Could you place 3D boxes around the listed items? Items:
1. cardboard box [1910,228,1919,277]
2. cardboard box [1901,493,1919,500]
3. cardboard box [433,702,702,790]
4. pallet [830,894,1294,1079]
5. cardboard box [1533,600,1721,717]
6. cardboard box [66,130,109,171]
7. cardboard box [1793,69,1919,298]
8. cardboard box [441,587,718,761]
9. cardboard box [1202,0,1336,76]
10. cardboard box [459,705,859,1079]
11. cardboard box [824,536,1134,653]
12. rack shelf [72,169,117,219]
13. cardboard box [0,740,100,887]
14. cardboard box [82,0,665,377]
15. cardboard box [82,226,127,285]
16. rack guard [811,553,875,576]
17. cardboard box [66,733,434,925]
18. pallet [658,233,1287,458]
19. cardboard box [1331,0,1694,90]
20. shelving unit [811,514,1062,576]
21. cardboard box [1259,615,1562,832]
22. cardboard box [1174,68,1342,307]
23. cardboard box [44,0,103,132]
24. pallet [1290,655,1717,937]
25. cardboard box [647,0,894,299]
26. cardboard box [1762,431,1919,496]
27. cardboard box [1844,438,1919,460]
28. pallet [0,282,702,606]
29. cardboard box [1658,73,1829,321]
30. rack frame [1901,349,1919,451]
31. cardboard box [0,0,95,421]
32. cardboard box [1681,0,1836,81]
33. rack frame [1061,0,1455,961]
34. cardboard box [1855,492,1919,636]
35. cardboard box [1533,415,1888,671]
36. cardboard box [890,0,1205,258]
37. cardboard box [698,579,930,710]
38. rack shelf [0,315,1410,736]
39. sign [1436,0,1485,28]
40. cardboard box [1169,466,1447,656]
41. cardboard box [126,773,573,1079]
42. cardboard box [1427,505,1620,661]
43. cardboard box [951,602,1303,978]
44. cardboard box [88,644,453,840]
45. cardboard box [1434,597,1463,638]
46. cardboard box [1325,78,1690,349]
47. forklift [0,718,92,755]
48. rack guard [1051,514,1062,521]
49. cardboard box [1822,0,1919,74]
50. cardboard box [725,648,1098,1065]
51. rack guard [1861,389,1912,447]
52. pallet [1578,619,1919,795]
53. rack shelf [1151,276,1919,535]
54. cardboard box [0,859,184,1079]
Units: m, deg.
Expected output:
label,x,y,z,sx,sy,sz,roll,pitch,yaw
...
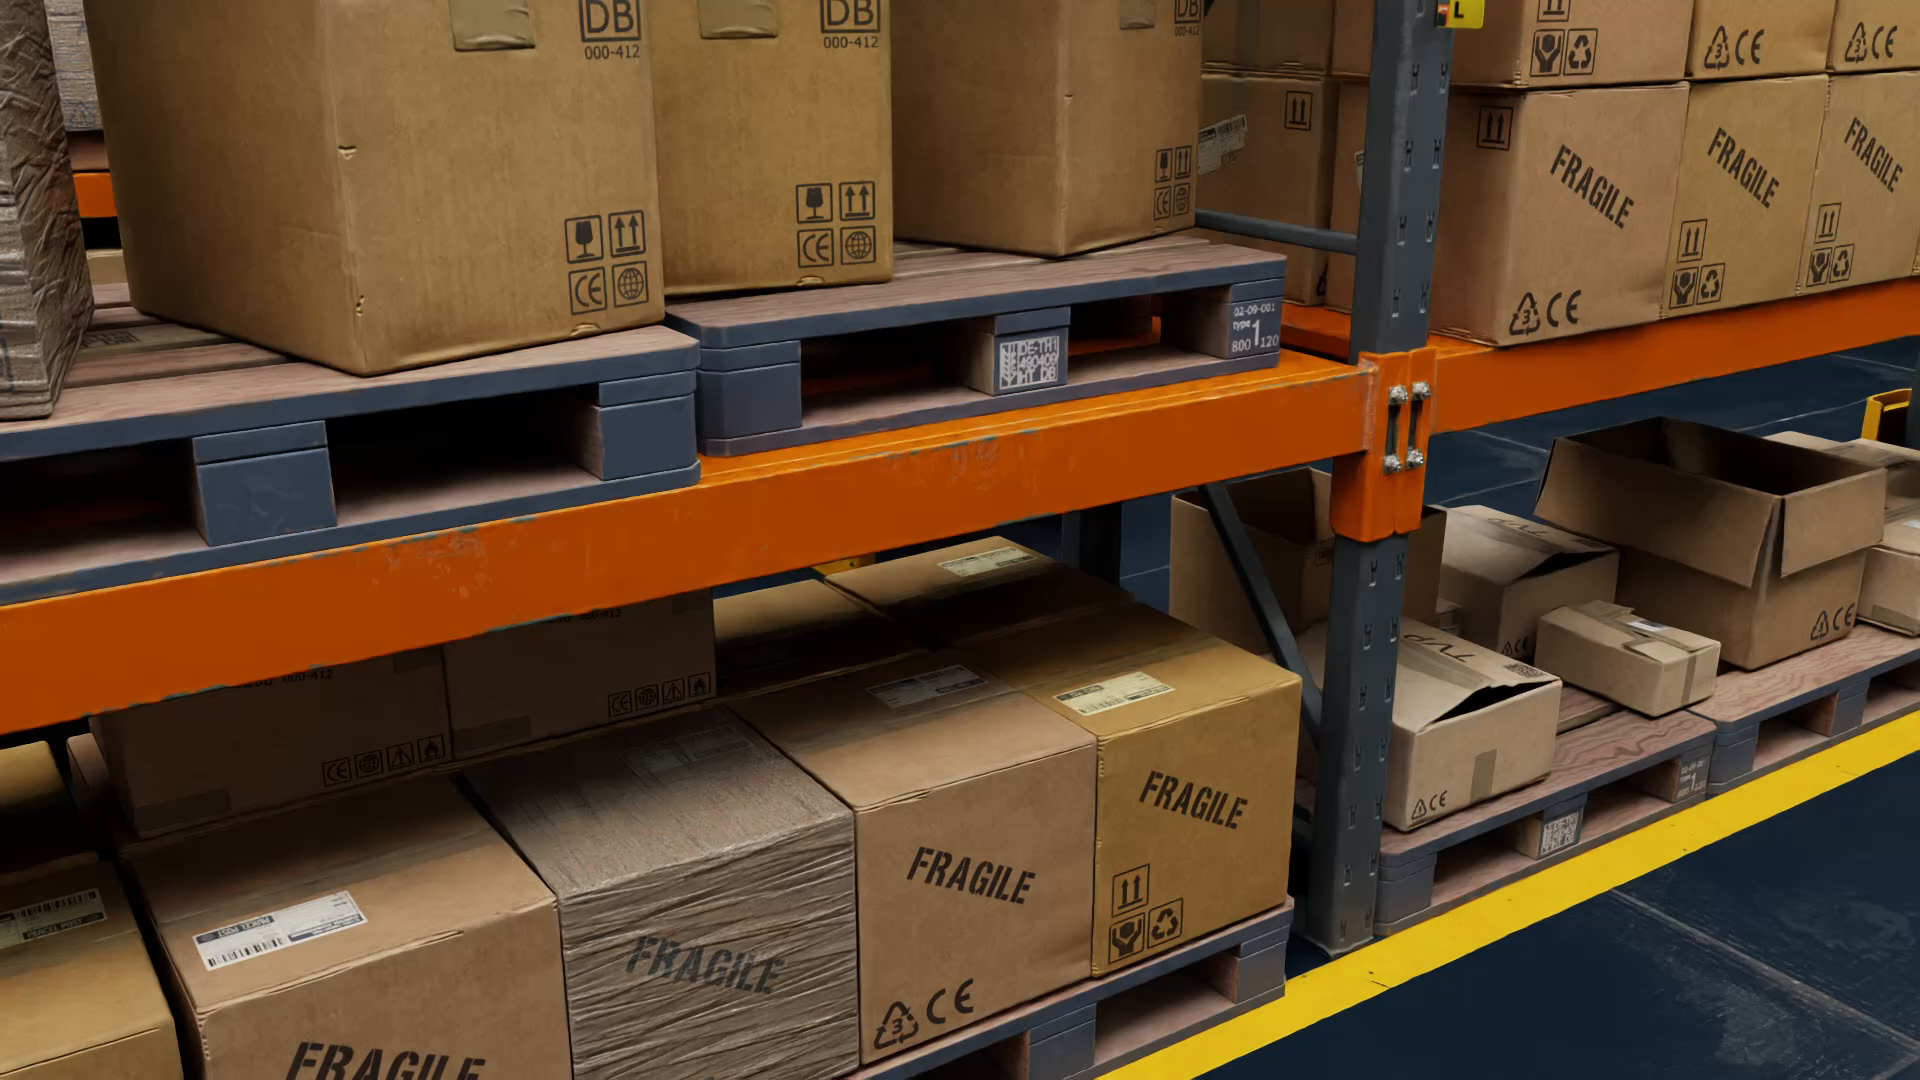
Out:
label,x,y,z,sx,sy,sz,roll,pitch,yaw
cardboard box,2.421,-0.994,4.346,0.500,0.500,0.500,-12,22,-32
cardboard box,3.211,-0.023,5.367,0.250,0.166,0.380,-12,22,-31
cardboard box,-0.823,0.517,3.247,0.500,0.500,0.500,-12,22,-31
pallet,-0.082,0.813,3.510,1.213,0.211,1.003,-12,22,-31
cardboard box,1.763,0.301,4.407,0.250,0.166,0.380,-12,22,-31
cardboard box,-3.363,-1.529,6.444,0.250,0.149,0.380,-13,22,-33
cardboard box,1.997,-0.904,4.079,0.500,0.500,0.500,-12,22,-32
cardboard box,-0.797,0.155,3.147,0.500,0.250,0.500,-12,22,-31
cardboard box,0.856,-1.341,3.810,0.500,0.500,0.500,-12,22,-31
cardboard box,-0.515,0.651,2.852,0.500,0.500,0.500,-12,22,-31
cardboard box,0.038,0.334,3.788,0.500,0.500,0.500,-13,23,-34
rack shelf,-3.822,-1.293,6.508,4.000,0.370,1.077,-12,22,-31
cardboard box,-1.680,0.700,2.706,0.500,0.500,0.500,-13,23,-33
cardboard box,-0.865,-0.580,2.465,0.700,0.500,0.500,16,24,39
cardboard box,-3.363,-0.860,6.805,0.750,0.750,0.750,-11,22,-30
rack guard,-0.480,-0.017,5.906,0.087,0.250,0.587,-12,22,-31
cardboard box,-1.245,0.606,2.984,0.500,0.500,0.500,-13,23,-33
pallet,-0.151,-0.459,3.218,1.213,0.211,1.003,-12,22,-31
cardboard box,1.124,-1.190,3.364,0.500,0.500,0.500,-11,22,-30
shelving unit,-0.064,-0.697,5.965,1.083,1.500,0.587,-12,22,-31
cardboard box,1.046,0.388,3.925,0.500,0.311,0.500,-12,22,-31
cardboard box,0.853,-0.865,3.965,0.500,0.500,0.500,-11,22,-31
cardboard box,-3.243,-1.856,6.399,0.500,0.500,0.500,-12,22,-31
pallet,1.150,0.539,4.321,1.213,0.211,1.003,-12,22,-31
cardboard box,-0.482,-0.746,2.956,0.500,0.500,0.700,-8,20,-23
cardboard box,2.889,-0.164,5.652,0.500,0.250,0.500,-12,22,-31
cardboard box,3.378,-0.242,6.041,0.250,0.149,0.380,-12,22,-31
pallet,-1.143,-0.210,2.481,1.213,0.211,1.003,-12,22,-31
cardboard box,1.578,-0.817,3.821,0.500,0.500,0.500,-11,22,-30
rack frame,3.917,-1.366,5.601,0.127,3.000,1.000,-12,22,-31
cardboard box,-1.432,-0.454,2.093,0.500,0.500,0.700,-8,20,-21
cardboard box,1.555,-1.281,3.633,0.500,0.500,0.500,-13,22,-33
rack frame,0.576,-0.661,3.517,0.127,3.000,1.000,-12,22,-31
cardboard box,2.788,0.049,5.022,0.500,0.250,0.500,-12,22,-31
cardboard box,2.142,-0.019,4.830,0.637,0.503,0.797,-12,22,-31
cardboard box,0.058,-0.884,3.364,0.700,0.500,0.500,14,23,35
cardboard box,-0.401,0.431,3.501,0.500,0.500,0.500,-12,22,-31
rack shelf,-1.094,0.032,2.591,4.000,0.370,1.077,-12,22,-31
sign,0.884,-1.062,2.895,0.005,0.325,0.100,-12,22,-31
cardboard box,0.896,0.138,4.369,0.500,0.500,0.500,-12,22,-31
cardboard box,-0.938,0.741,2.585,0.500,0.500,0.500,-13,23,-33
cardboard box,1.522,0.096,4.790,0.500,0.311,0.500,-12,22,-31
cardboard box,0.322,0.478,3.363,0.500,0.500,0.500,-12,22,-32
cardboard box,-1.216,0.244,2.885,0.500,0.250,0.500,-12,22,-32
cardboard box,1.176,0.222,4.668,0.250,0.149,0.380,-12,22,-31
cardboard box,1.152,-0.726,3.551,0.500,0.500,0.500,-11,22,-30
forklift,-3.171,-0.816,4.082,3.031,2.935,1.130,-10,21,-28
rack guard,0.352,-0.193,6.425,0.087,0.250,0.587,-12,22,-31
cardboard box,1.985,-1.372,3.901,0.500,0.500,0.500,-13,22,-33
cardboard box,-0.096,0.563,3.112,0.500,0.500,0.500,-12,22,-31
rack guard,3.853,-0.168,5.962,0.348,0.500,1.175,-12,22,-31
pallet,2.170,0.323,4.961,1.213,0.211,1.003,-12,22,-31
rack shelf,2.247,-0.673,4.675,4.000,0.370,1.077,-12,22,-31
cardboard box,-1.371,0.835,2.309,0.500,0.500,0.500,-12,22,-32
